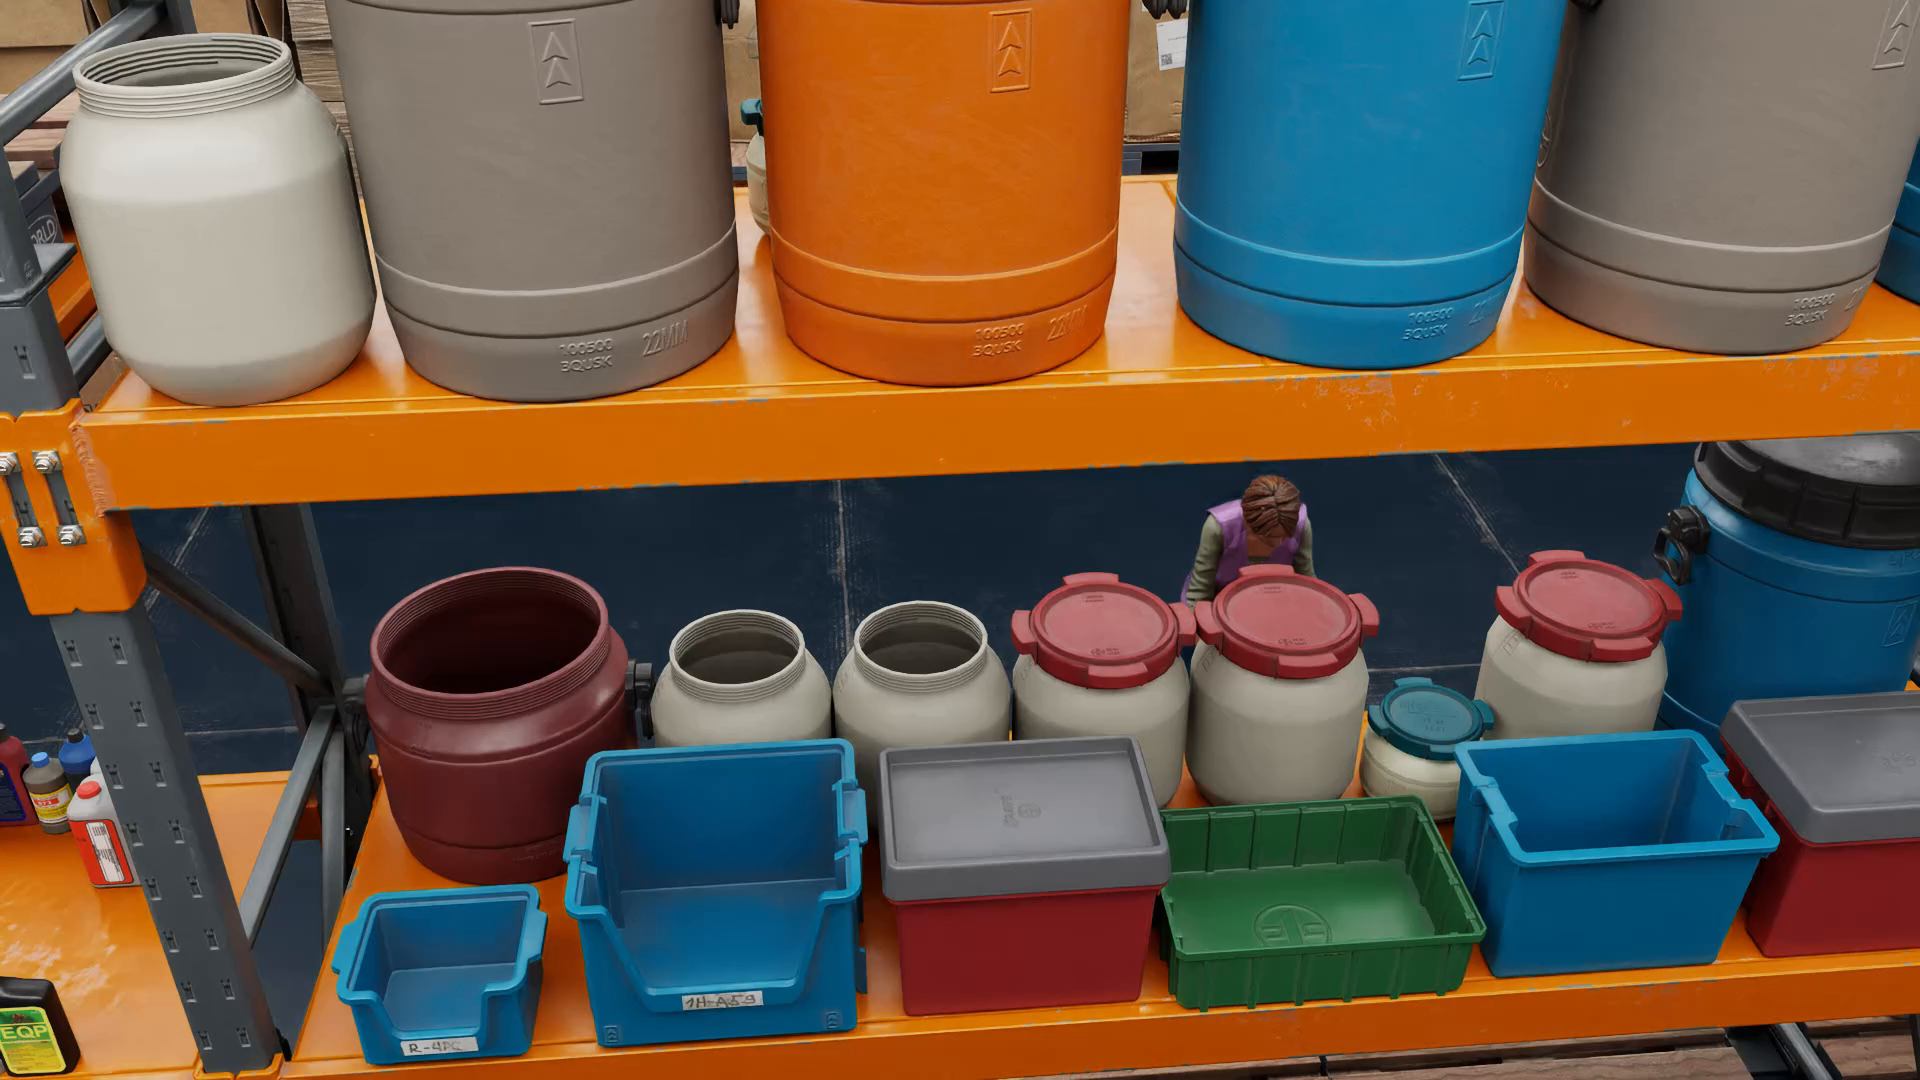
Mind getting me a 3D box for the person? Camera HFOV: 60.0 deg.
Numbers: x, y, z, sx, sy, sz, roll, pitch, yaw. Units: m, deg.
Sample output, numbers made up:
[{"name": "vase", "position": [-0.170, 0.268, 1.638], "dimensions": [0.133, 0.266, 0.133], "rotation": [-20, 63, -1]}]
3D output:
[{"name": "person", "position": [0.979, 0.348, 5.749], "dimensions": [0.454, 1.429, 0.540], "rotation": [-2, 32, -4]}]
